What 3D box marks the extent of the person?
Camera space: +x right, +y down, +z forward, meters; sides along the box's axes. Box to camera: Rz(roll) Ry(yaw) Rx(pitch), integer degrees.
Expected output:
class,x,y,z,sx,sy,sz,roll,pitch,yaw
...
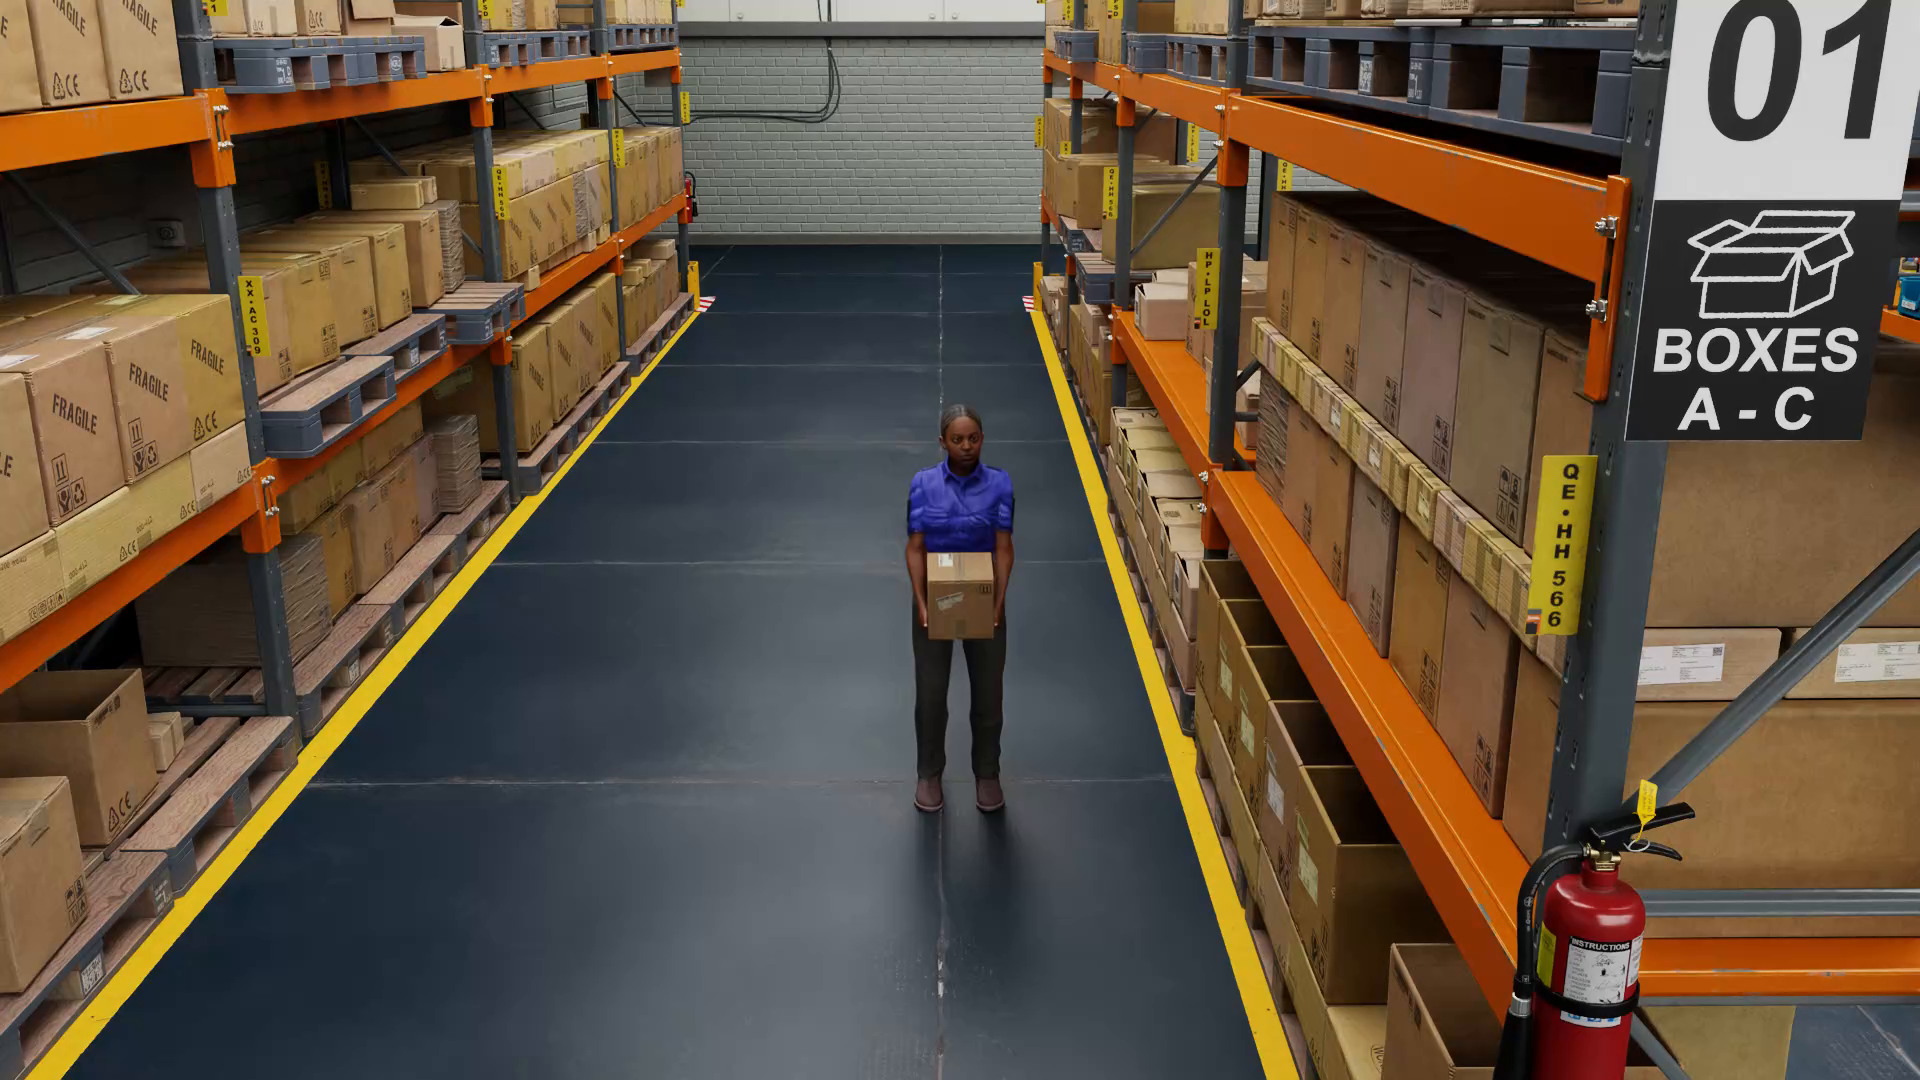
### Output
class,x,y,z,sx,sy,sz,roll,pitch,yaw
person,0.002,0.301,6.601,0.435,1.656,0.504,0,17,-1
